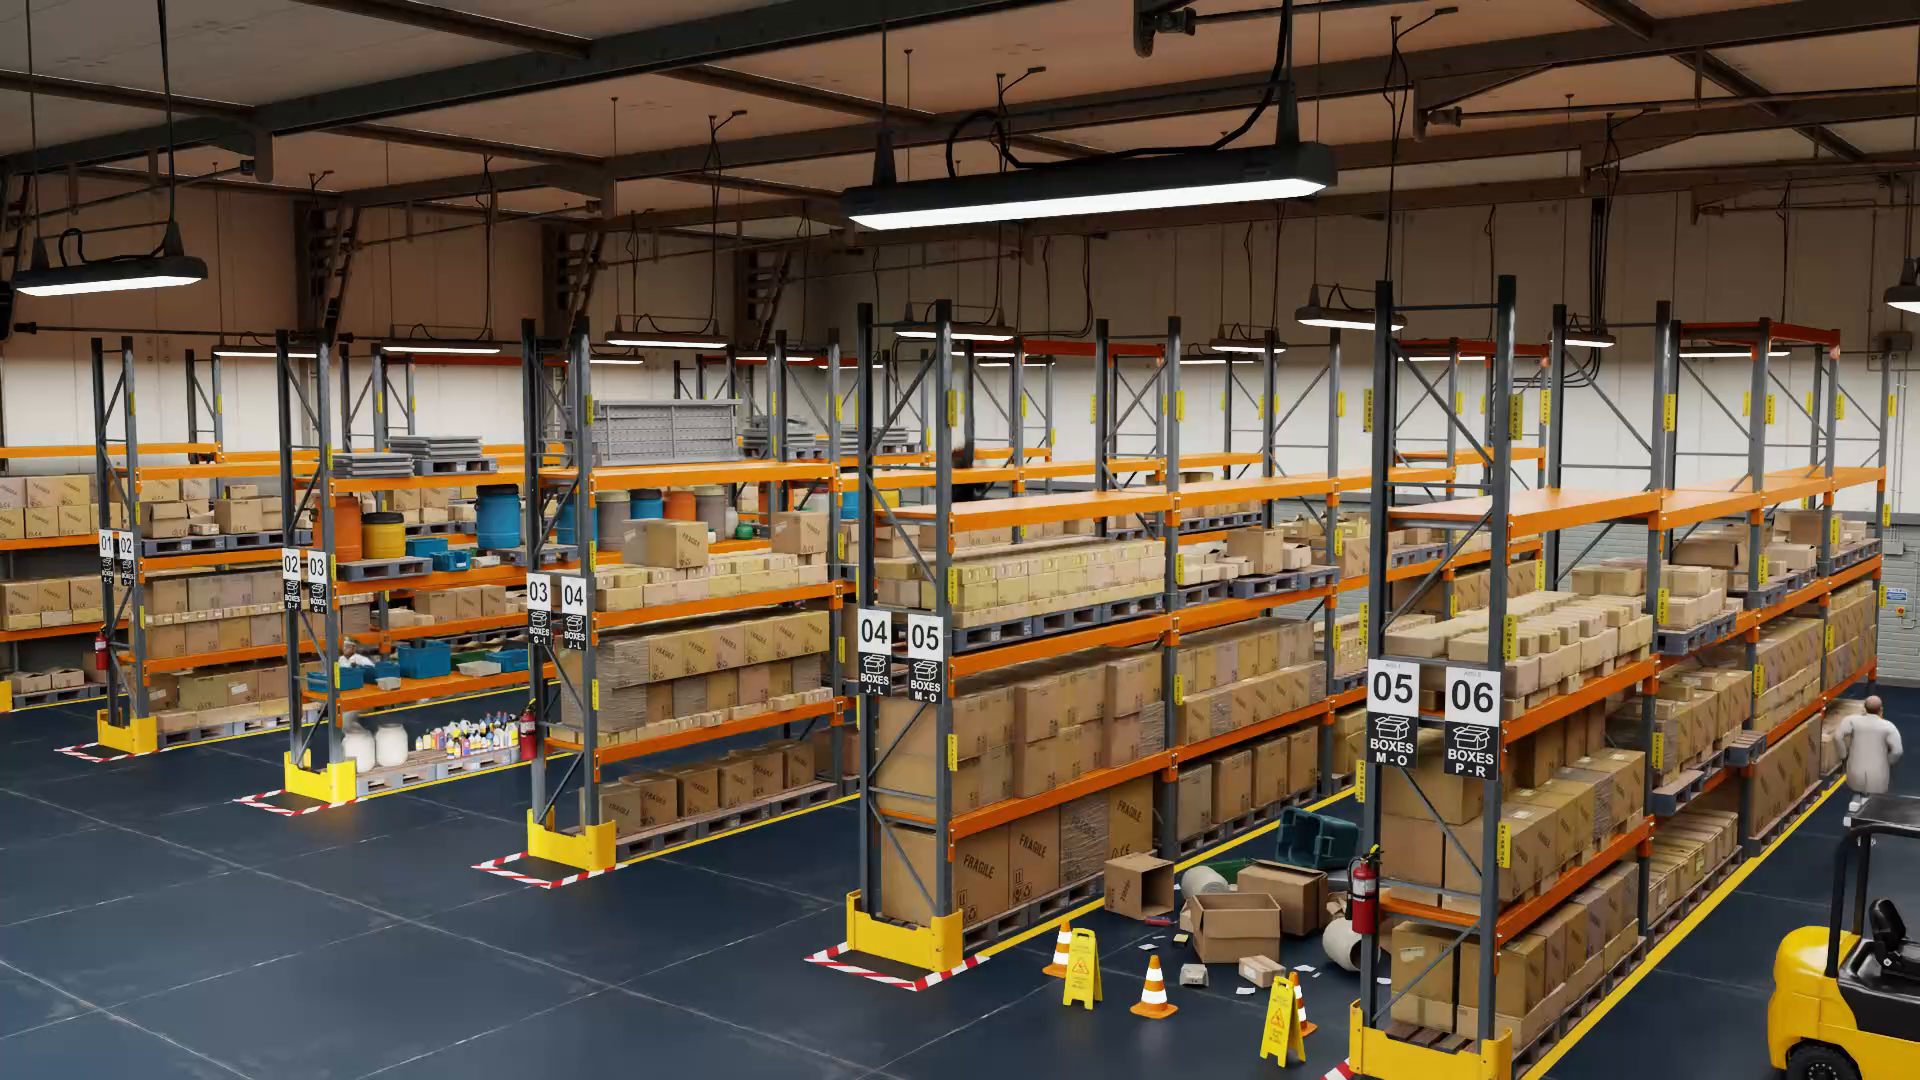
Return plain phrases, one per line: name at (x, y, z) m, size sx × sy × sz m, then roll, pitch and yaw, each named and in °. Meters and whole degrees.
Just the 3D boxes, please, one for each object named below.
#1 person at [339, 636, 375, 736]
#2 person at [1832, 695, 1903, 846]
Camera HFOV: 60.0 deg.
person at (-8.684, 2.237, 23.630) m, size 0.651 × 1.738 × 0.607 m, roll 2°, pitch 5°, yaw 22°
person at (10.448, 2.639, 19.126) m, size 0.707 × 1.739 × 0.566 m, roll 4°, pitch 6°, yaw 39°
